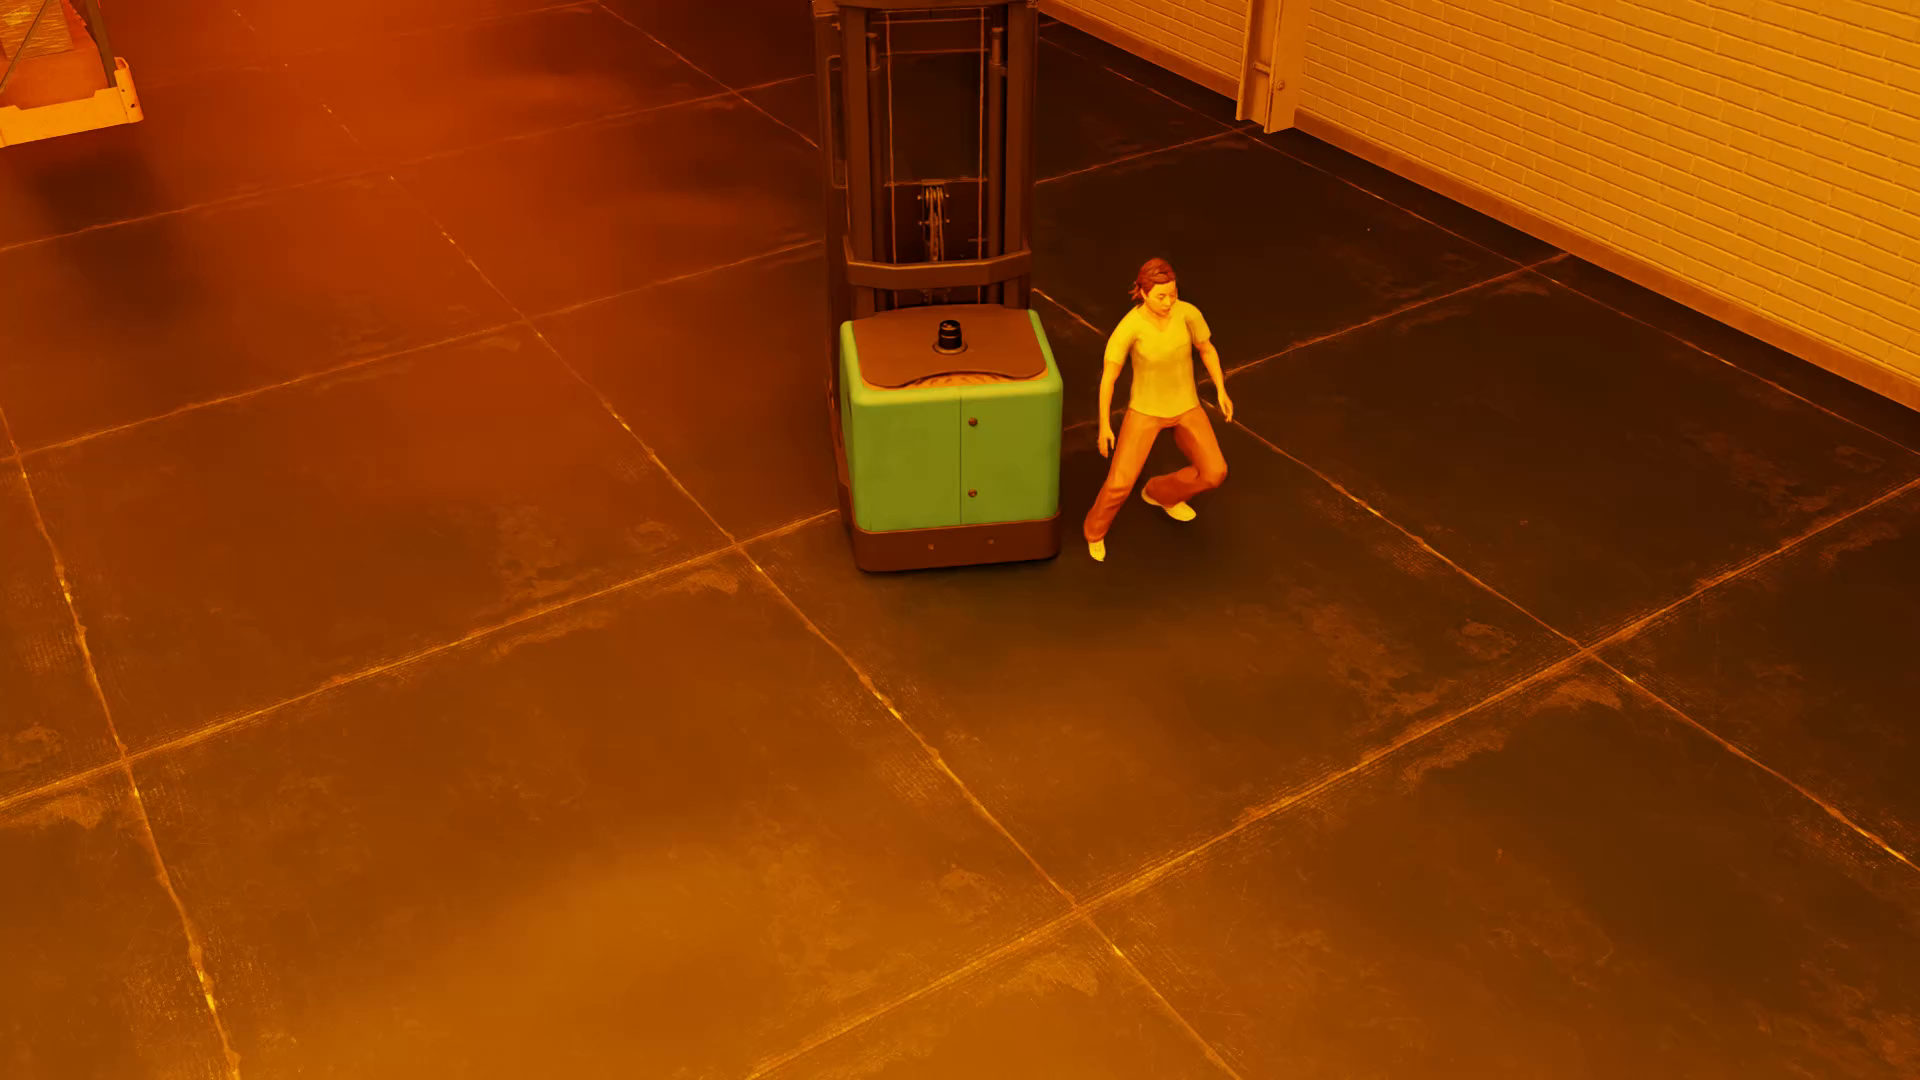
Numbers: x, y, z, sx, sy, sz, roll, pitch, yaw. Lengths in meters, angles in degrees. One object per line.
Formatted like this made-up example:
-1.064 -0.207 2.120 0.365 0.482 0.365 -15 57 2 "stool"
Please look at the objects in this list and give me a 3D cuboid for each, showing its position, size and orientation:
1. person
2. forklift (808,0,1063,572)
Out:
0.979 -0.636 8.295 0.721 1.600 0.518 -7 36 -10 "person"
-0.199 -1.874 8.815 1.130 2.935 3.031 -4 35 -6 "forklift"
